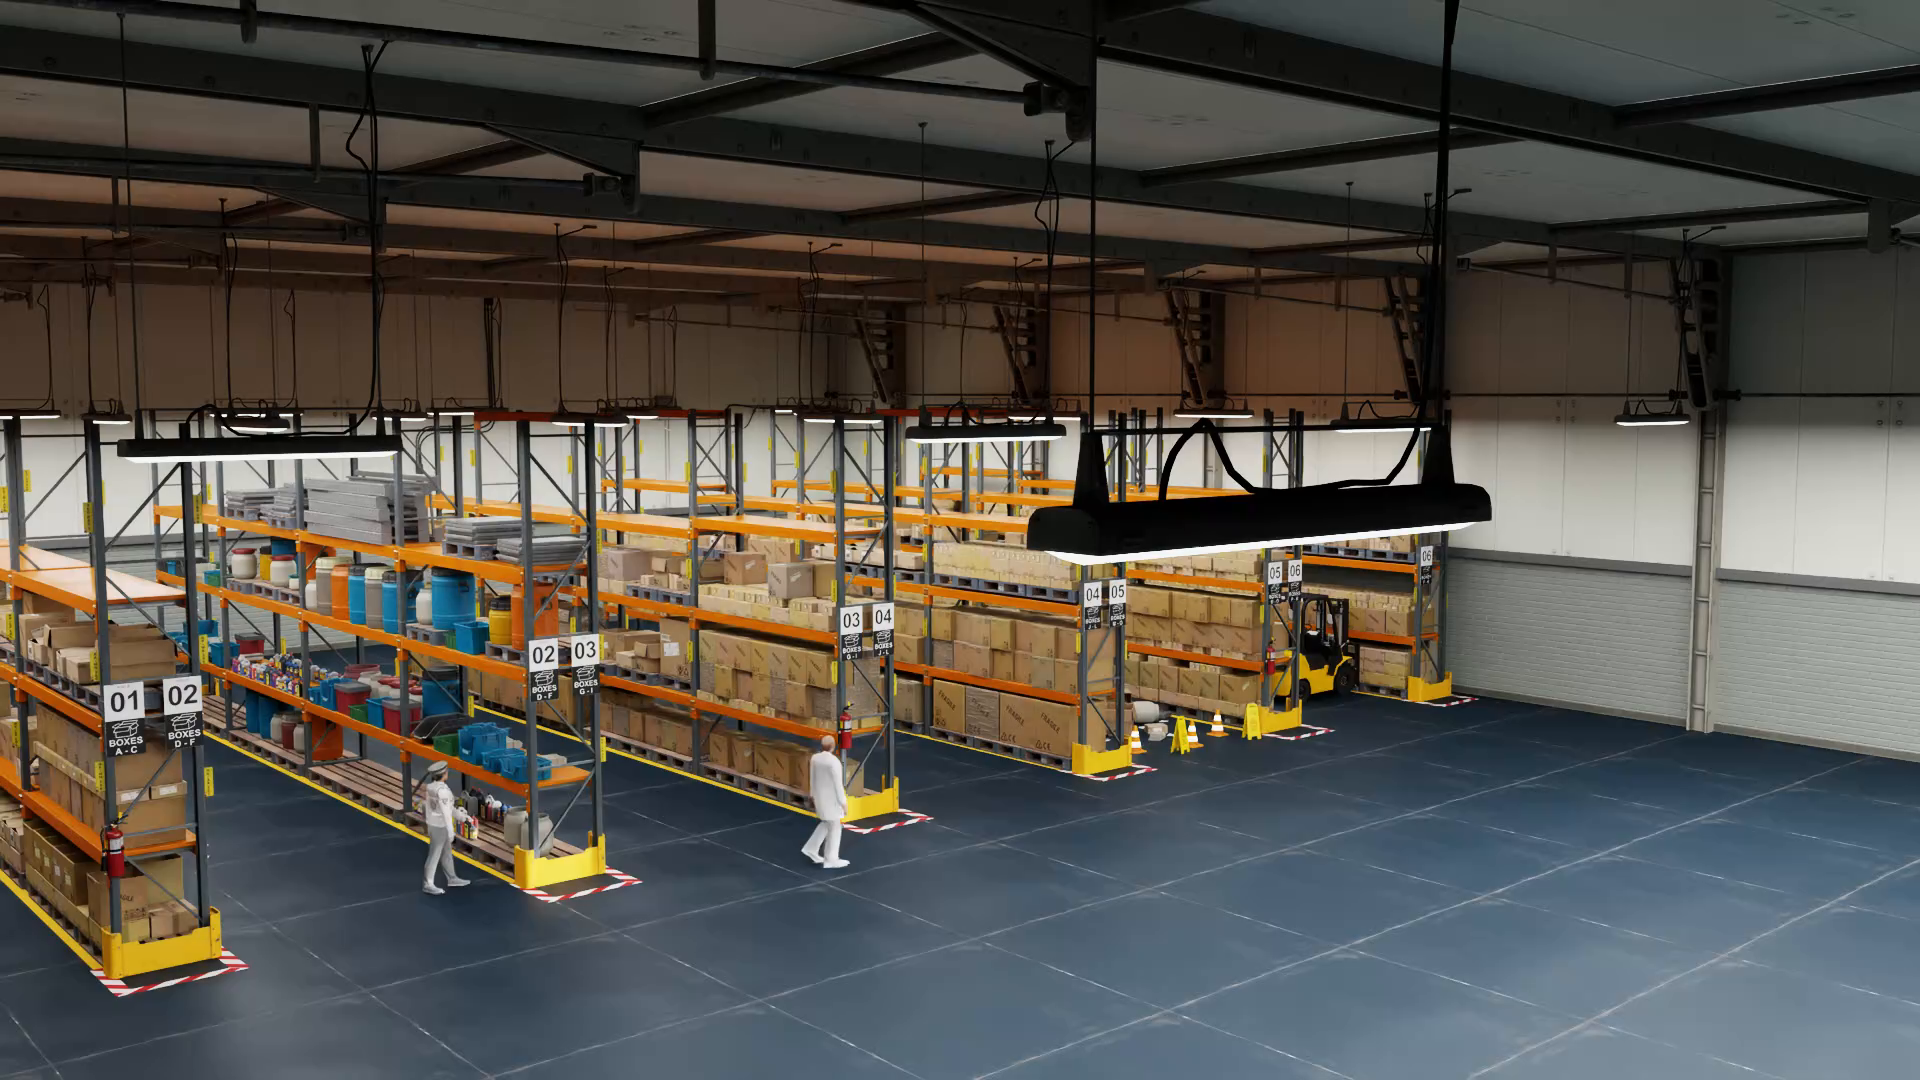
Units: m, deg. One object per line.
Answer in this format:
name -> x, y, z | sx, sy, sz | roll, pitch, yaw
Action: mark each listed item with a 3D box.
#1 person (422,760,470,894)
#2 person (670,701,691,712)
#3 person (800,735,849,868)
person -> -6.544, 3.639, 21.132 | 0.600, 1.674, 0.497 | -2, 5, -20
person -> -5.509, 2.594, 32.985 | 0.546, 1.673, 0.464 | 3, 6, 32
person -> -1.778, 3.497, 22.264 | 0.554, 1.781, 0.661 | -3, 6, -31
